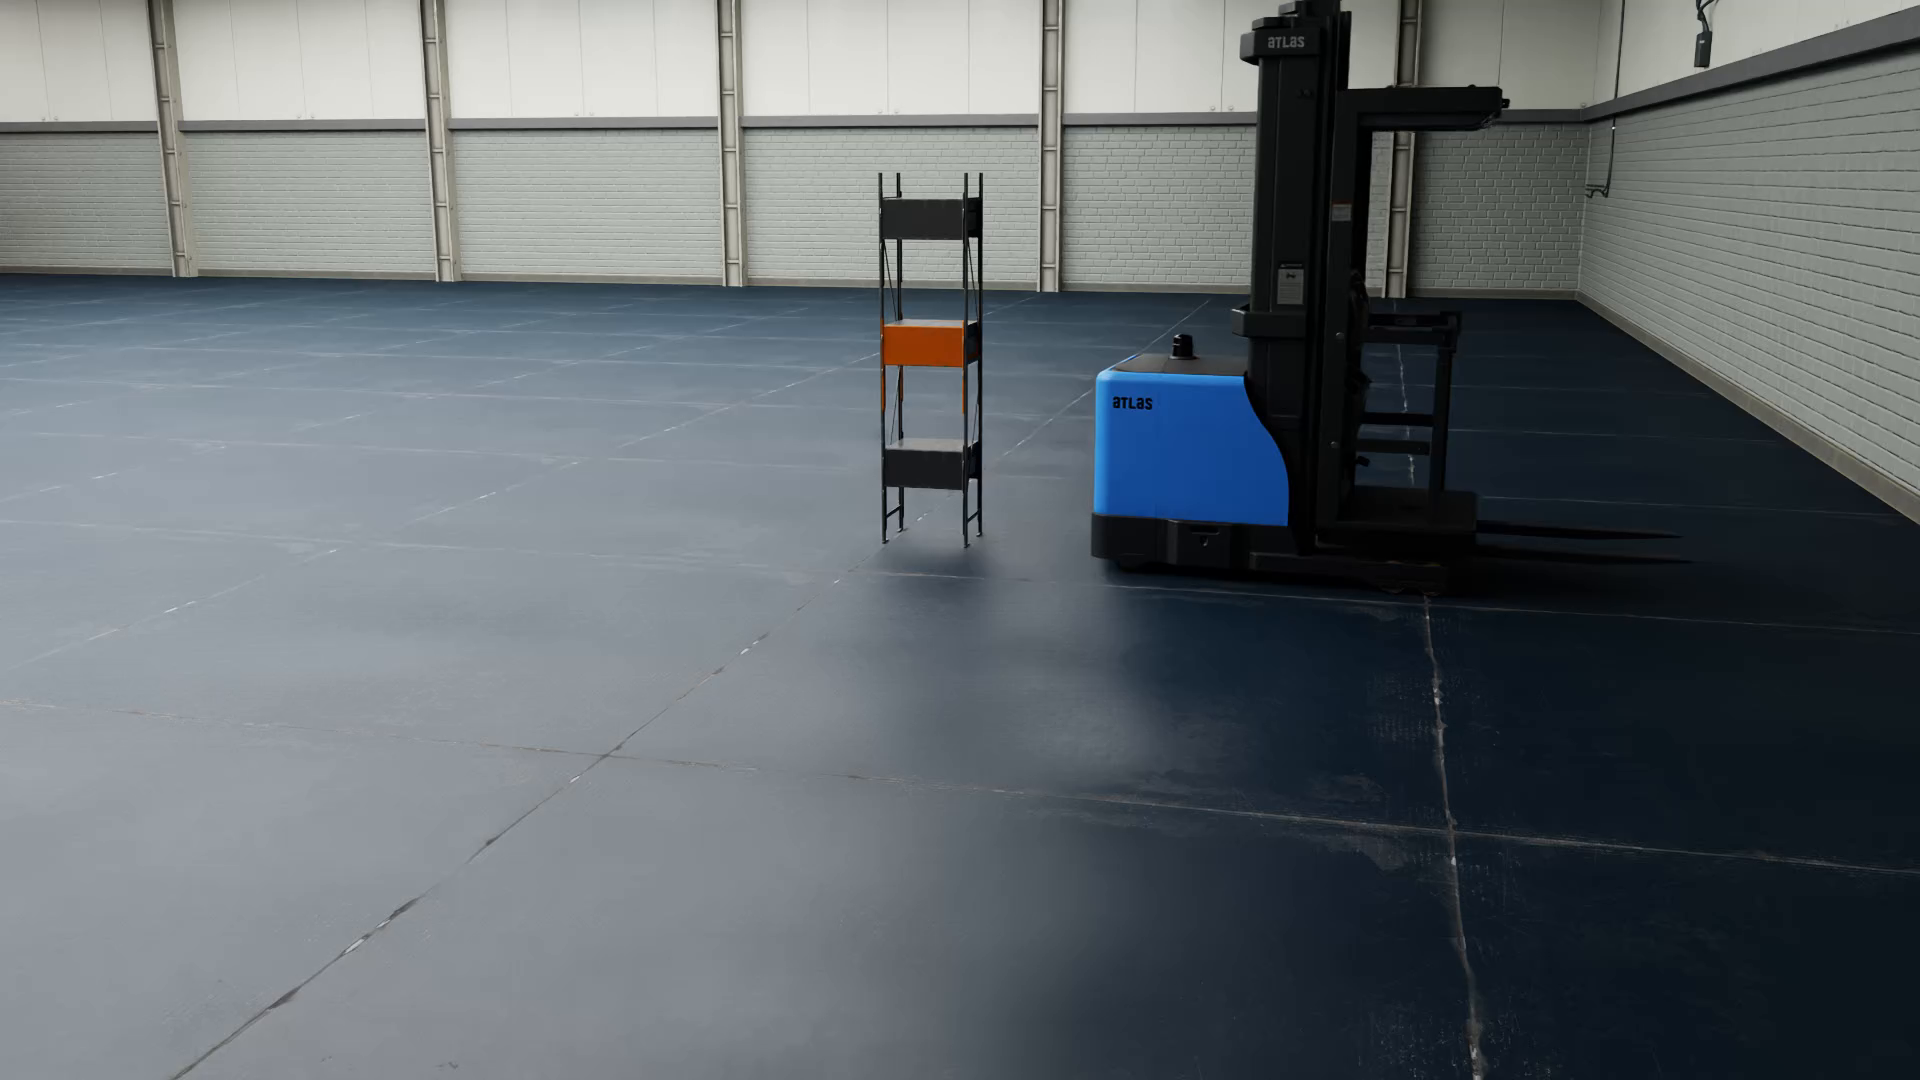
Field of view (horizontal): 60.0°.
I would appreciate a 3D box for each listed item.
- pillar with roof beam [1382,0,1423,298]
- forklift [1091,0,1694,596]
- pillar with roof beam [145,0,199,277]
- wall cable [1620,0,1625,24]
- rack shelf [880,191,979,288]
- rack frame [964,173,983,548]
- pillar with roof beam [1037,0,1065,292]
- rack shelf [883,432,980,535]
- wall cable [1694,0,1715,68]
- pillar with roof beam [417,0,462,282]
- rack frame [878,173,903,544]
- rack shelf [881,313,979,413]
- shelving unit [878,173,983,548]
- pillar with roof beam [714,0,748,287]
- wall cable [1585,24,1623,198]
[{"bbox_3d":[6.397,-7.649,23.433,0.400,9.000,9.100,3,13,14],"label":"pillar with roof beam"},{"bbox_3d":[2.286,-1.275,8.711,3.031,2.935,1.130,4,13,17],"label":"forklift"},{"bbox_3d":[-16.903,-8.894,29.046,0.400,9.000,9.100,3,13,14],"label":"pillar with roof beam"},{"bbox_3d":[9.324,-8.504,22.796,0.112,2.526,3.097,3,13,14],"label":"wall cable"},{"bbox_3d":[-0.161,-1.704,9.396,0.480,0.518,0.431,3,13,14],"label":"rack shelf"},{"bbox_3d":[0.076,-1.021,9.488,0.015,2.100,0.400,3,13,14],"label":"rack frame"},{"bbox_3d":[0.572,-7.960,24.836,0.400,9.000,9.100,3,13,14],"label":"pillar with roof beam"},{"bbox_3d":[-0.161,-0.337,9.700,0.480,0.518,0.431,3,13,14],"label":"rack shelf"},{"bbox_3d":[7.682,-7.788,16.208,0.169,6.003,2.305,3,13,14],"label":"wall cable"},{"bbox_3d":[-11.078,-8.583,27.643,0.400,9.000,9.100,3,13,14],"label":"pillar with roof beam"},{"bbox_3d":[-0.398,-1.046,9.602,0.015,2.100,0.400,3,13,14],"label":"rack frame"},{"bbox_3d":[-0.161,-1.020,9.548,0.480,0.518,0.431,3,13,14],"label":"rack shelf"},{"bbox_3d":[-0.161,-1.034,9.545,0.503,2.100,0.431,3,13,14],"label":"shelving unit"},{"bbox_3d":[-5.253,-8.271,26.239,0.400,9.000,9.100,3,13,14],"label":"pillar with roof beam"},{"bbox_3d":[9.972,-6.607,25.907,0.112,2.526,3.097,3,13,14],"label":"wall cable"}]
